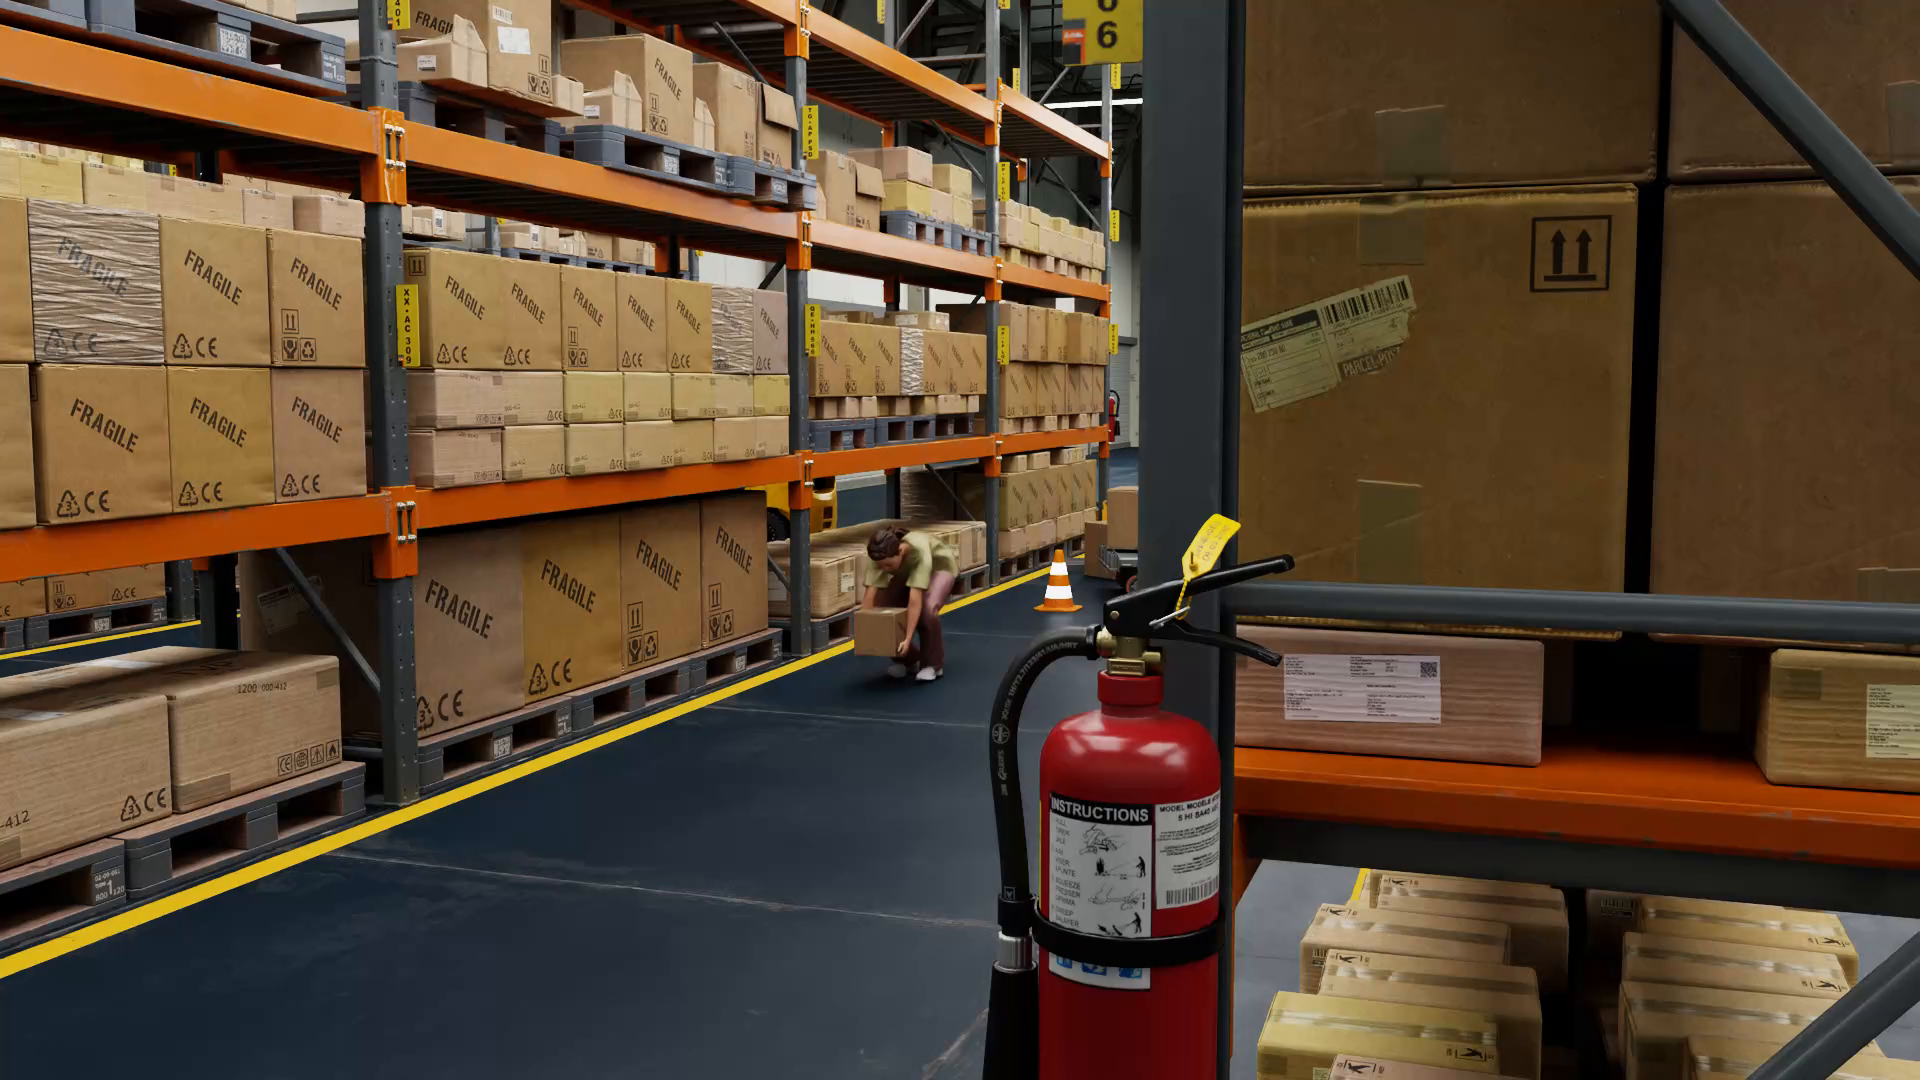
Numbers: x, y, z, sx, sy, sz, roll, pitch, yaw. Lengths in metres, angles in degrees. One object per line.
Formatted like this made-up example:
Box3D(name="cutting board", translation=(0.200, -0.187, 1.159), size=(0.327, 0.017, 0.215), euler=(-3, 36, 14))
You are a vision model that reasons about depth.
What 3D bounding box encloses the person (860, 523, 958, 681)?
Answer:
Box3D(name="person", translation=(-0.313, 0.388, 9.782), size=(0.462, 0.890, 0.854), euler=(3, 6, 26))
